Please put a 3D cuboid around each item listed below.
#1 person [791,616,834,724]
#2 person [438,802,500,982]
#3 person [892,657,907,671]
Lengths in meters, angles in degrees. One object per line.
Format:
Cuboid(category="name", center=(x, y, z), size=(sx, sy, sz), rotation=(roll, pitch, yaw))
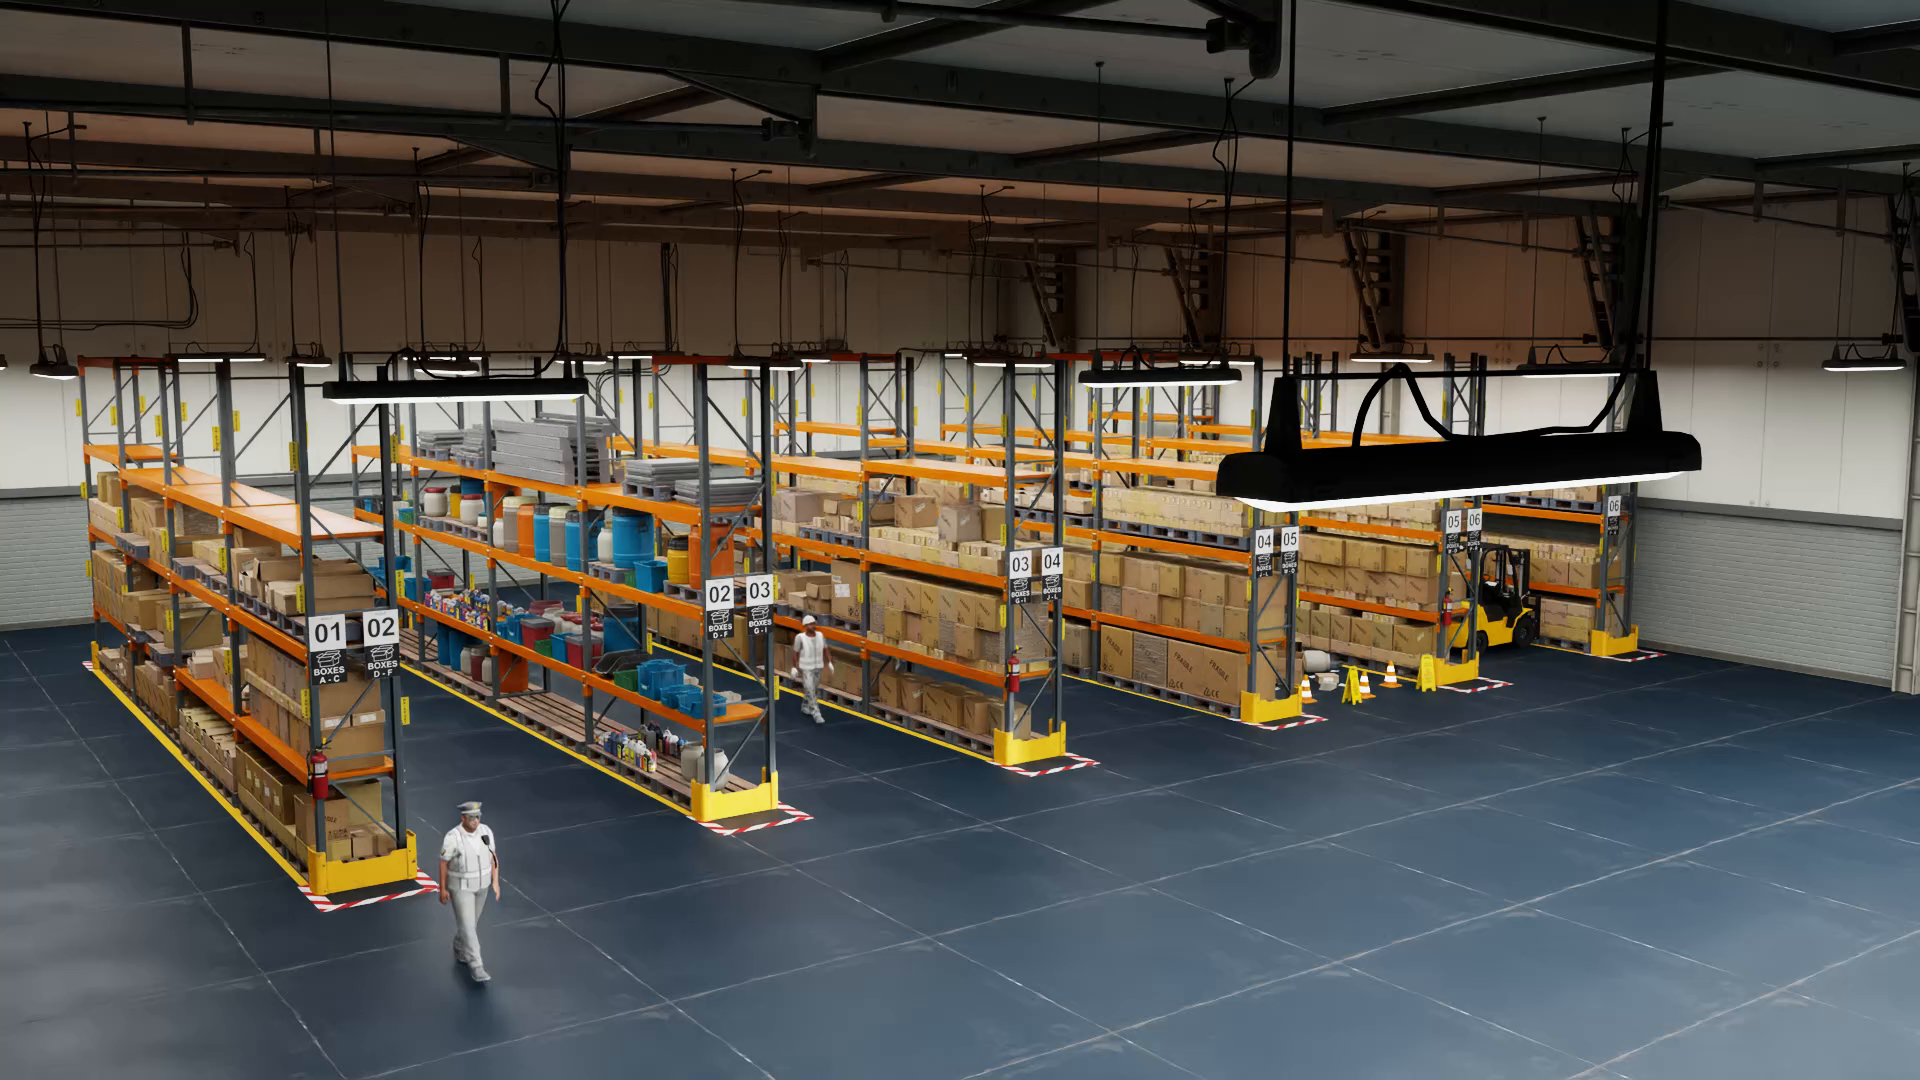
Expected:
Cuboid(category="person", center=(-2.433, 2.116, 27.559), size=(0.643, 1.718, 1.064), rotation=(-4, 8, -32))
Cuboid(category="person", center=(-4.852, 3.451, 16.605), size=(0.992, 1.710, 0.572), rotation=(5, 9, 38))
Cuboid(category="person", center=(-1.103, 1.769, 30.808), size=(0.690, 1.689, 0.613), rotation=(-3, 8, -26))
